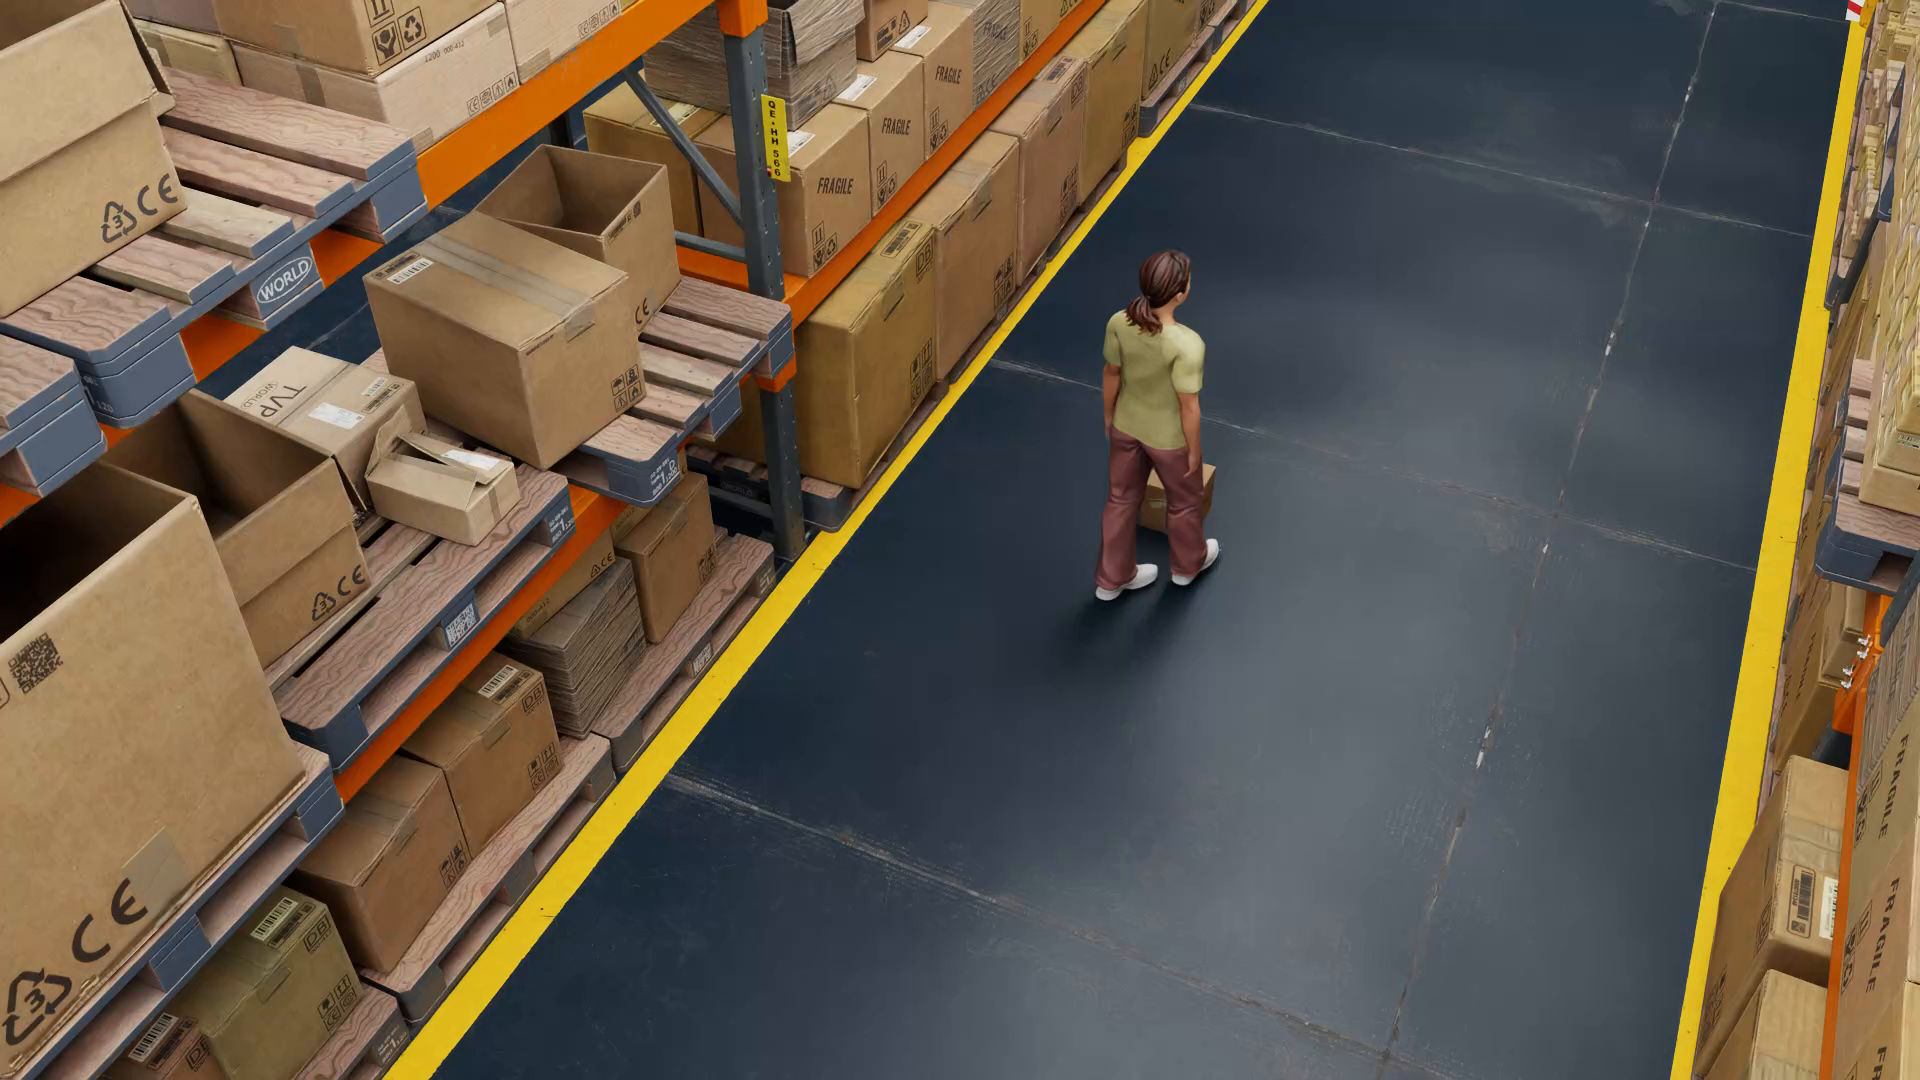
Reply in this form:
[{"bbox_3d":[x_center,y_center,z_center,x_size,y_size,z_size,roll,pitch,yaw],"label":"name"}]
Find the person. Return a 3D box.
[{"bbox_3d":[0.830,-0.483,6.690,0.446,1.664,0.589,27,49,27],"label":"person"}]
